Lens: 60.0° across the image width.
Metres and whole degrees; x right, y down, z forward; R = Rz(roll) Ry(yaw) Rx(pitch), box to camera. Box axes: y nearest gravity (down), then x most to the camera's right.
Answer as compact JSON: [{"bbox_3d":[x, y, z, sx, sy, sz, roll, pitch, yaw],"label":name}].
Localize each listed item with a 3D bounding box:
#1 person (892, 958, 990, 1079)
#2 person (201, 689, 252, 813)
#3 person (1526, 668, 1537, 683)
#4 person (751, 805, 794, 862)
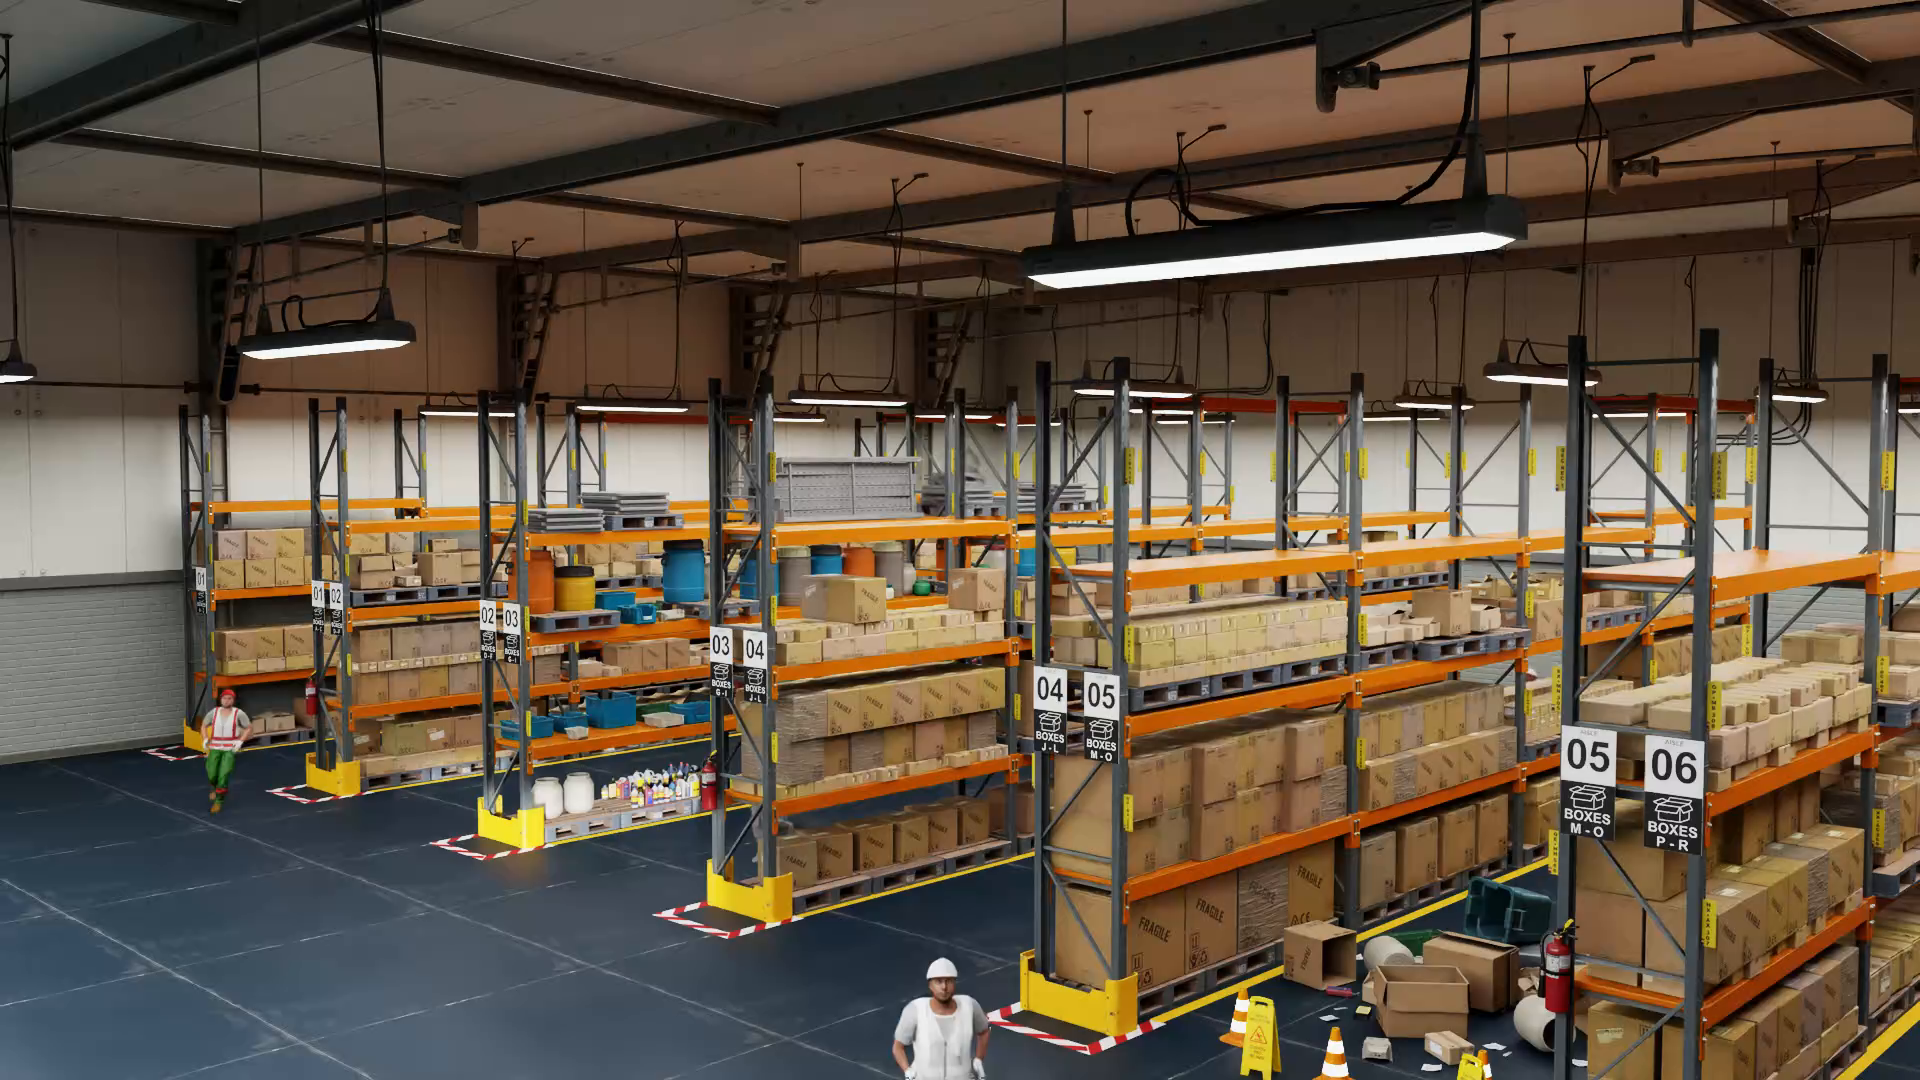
[{"bbox_3d":[-0.112,3.698,11.237,0.680,1.757,0.822,0,3,-9],"label":"person"},{"bbox_3d":[-10.644,3.035,24.126,0.689,1.756,0.596,-1,3,-15],"label":"person"},{"bbox_3d":[8.895,2.889,25.981,0.670,1.781,0.998,3,4,42],"label":"person"},{"bbox_3d":[-2.440,3.229,21.215,0.618,1.673,0.655,2,4,36],"label":"person"}]
